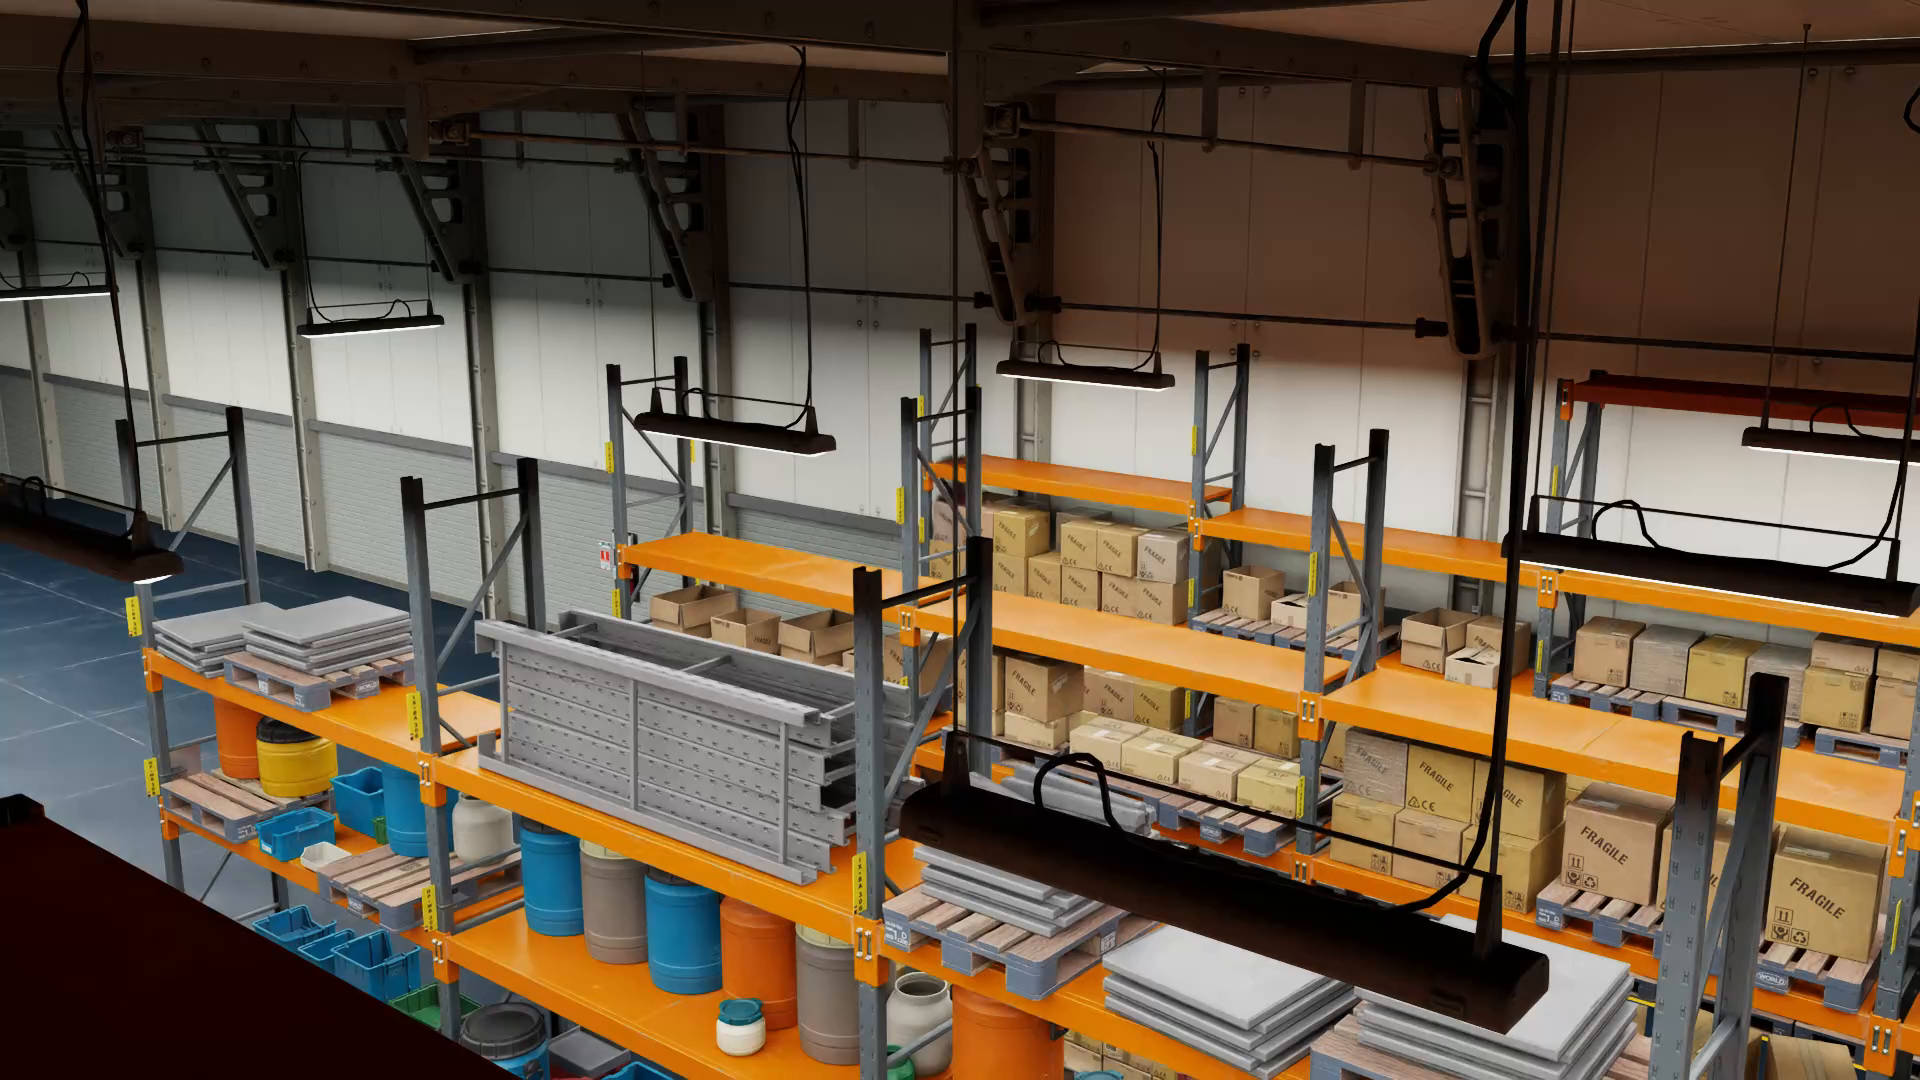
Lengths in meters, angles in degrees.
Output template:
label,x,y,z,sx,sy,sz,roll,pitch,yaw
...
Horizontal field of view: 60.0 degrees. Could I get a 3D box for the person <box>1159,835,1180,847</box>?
label,x,y,z,sx,sy,sz,roll,pitch,yaw
person,2.015,3.587,16.668,0.958,1.678,0.539,10,16,38
